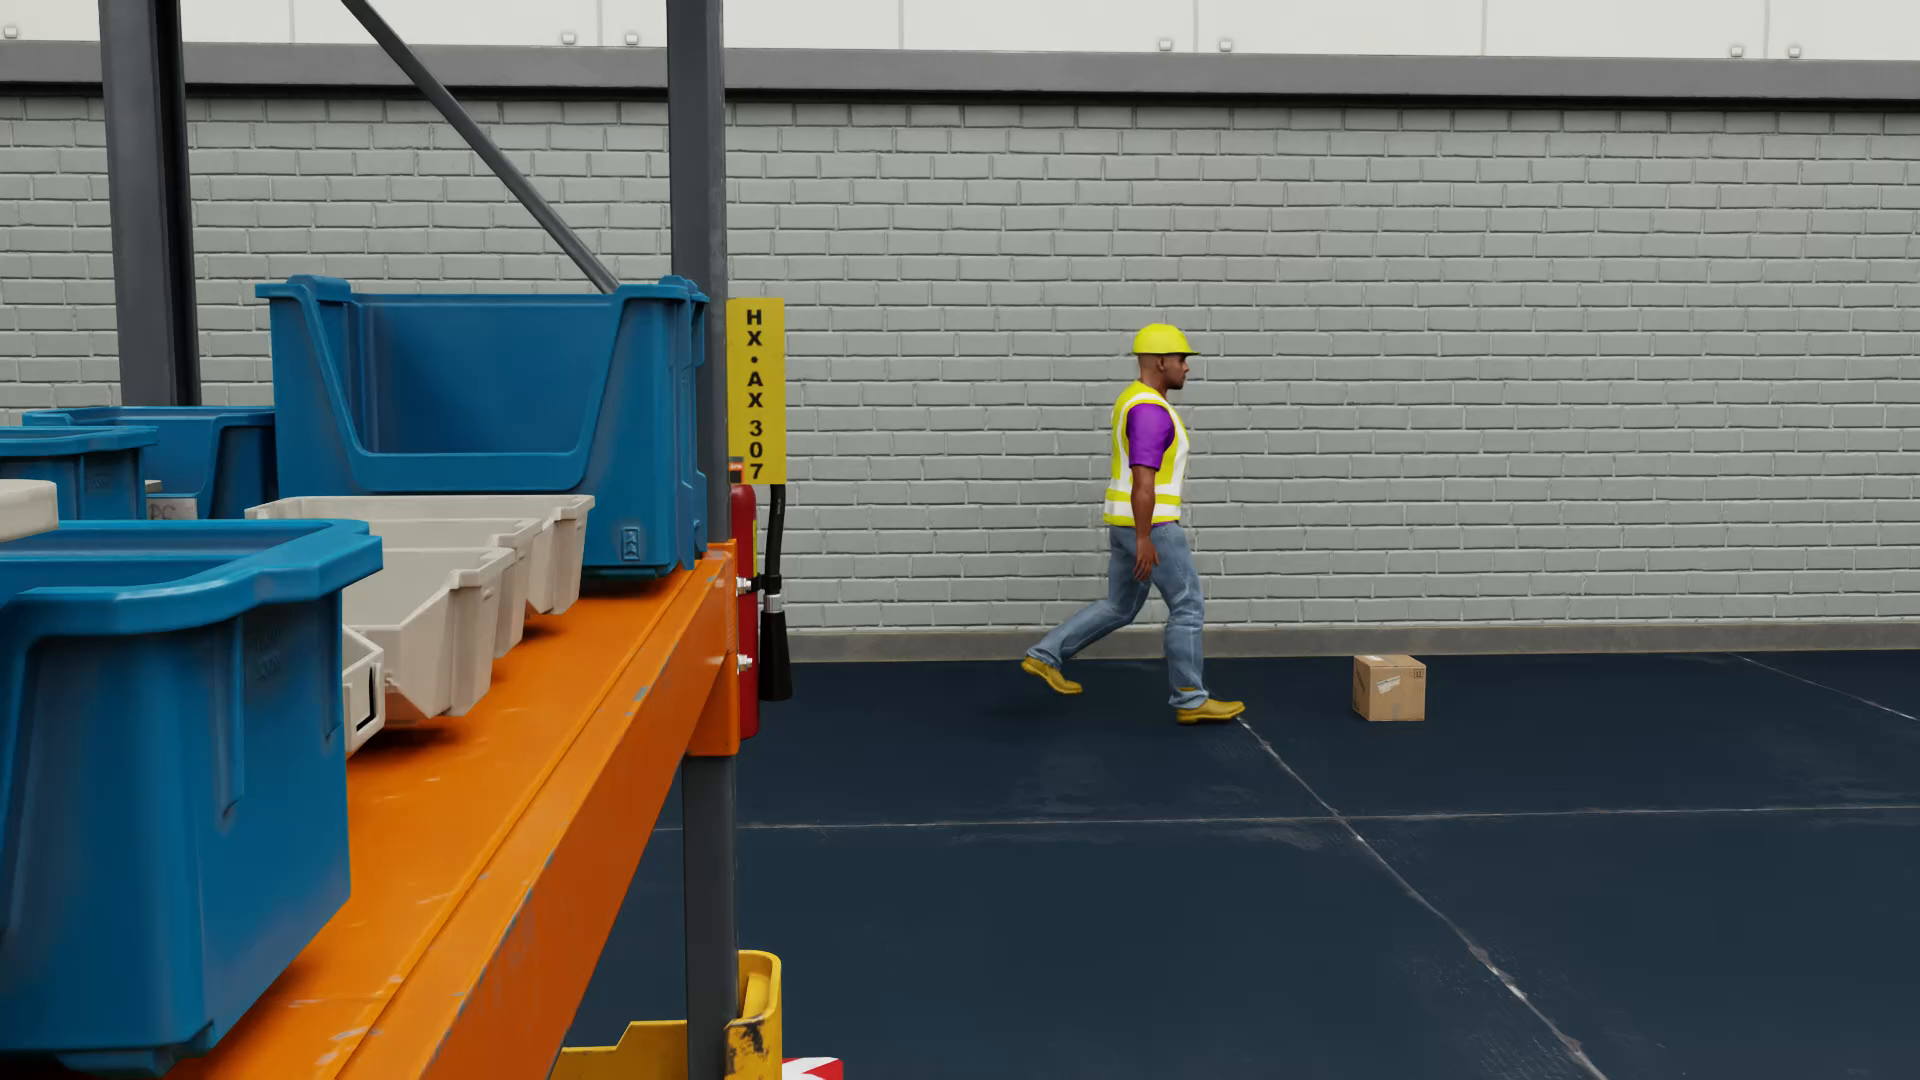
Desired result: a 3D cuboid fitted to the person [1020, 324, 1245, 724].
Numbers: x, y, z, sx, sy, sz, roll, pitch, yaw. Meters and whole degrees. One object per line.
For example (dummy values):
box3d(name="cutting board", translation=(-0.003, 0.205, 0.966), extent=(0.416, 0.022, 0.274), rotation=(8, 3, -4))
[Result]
box3d(name="person", translation=(0.767, -0.071, 7.273), extent=(0.963, 1.737, 0.589), rotation=(-1, 7, -6))
